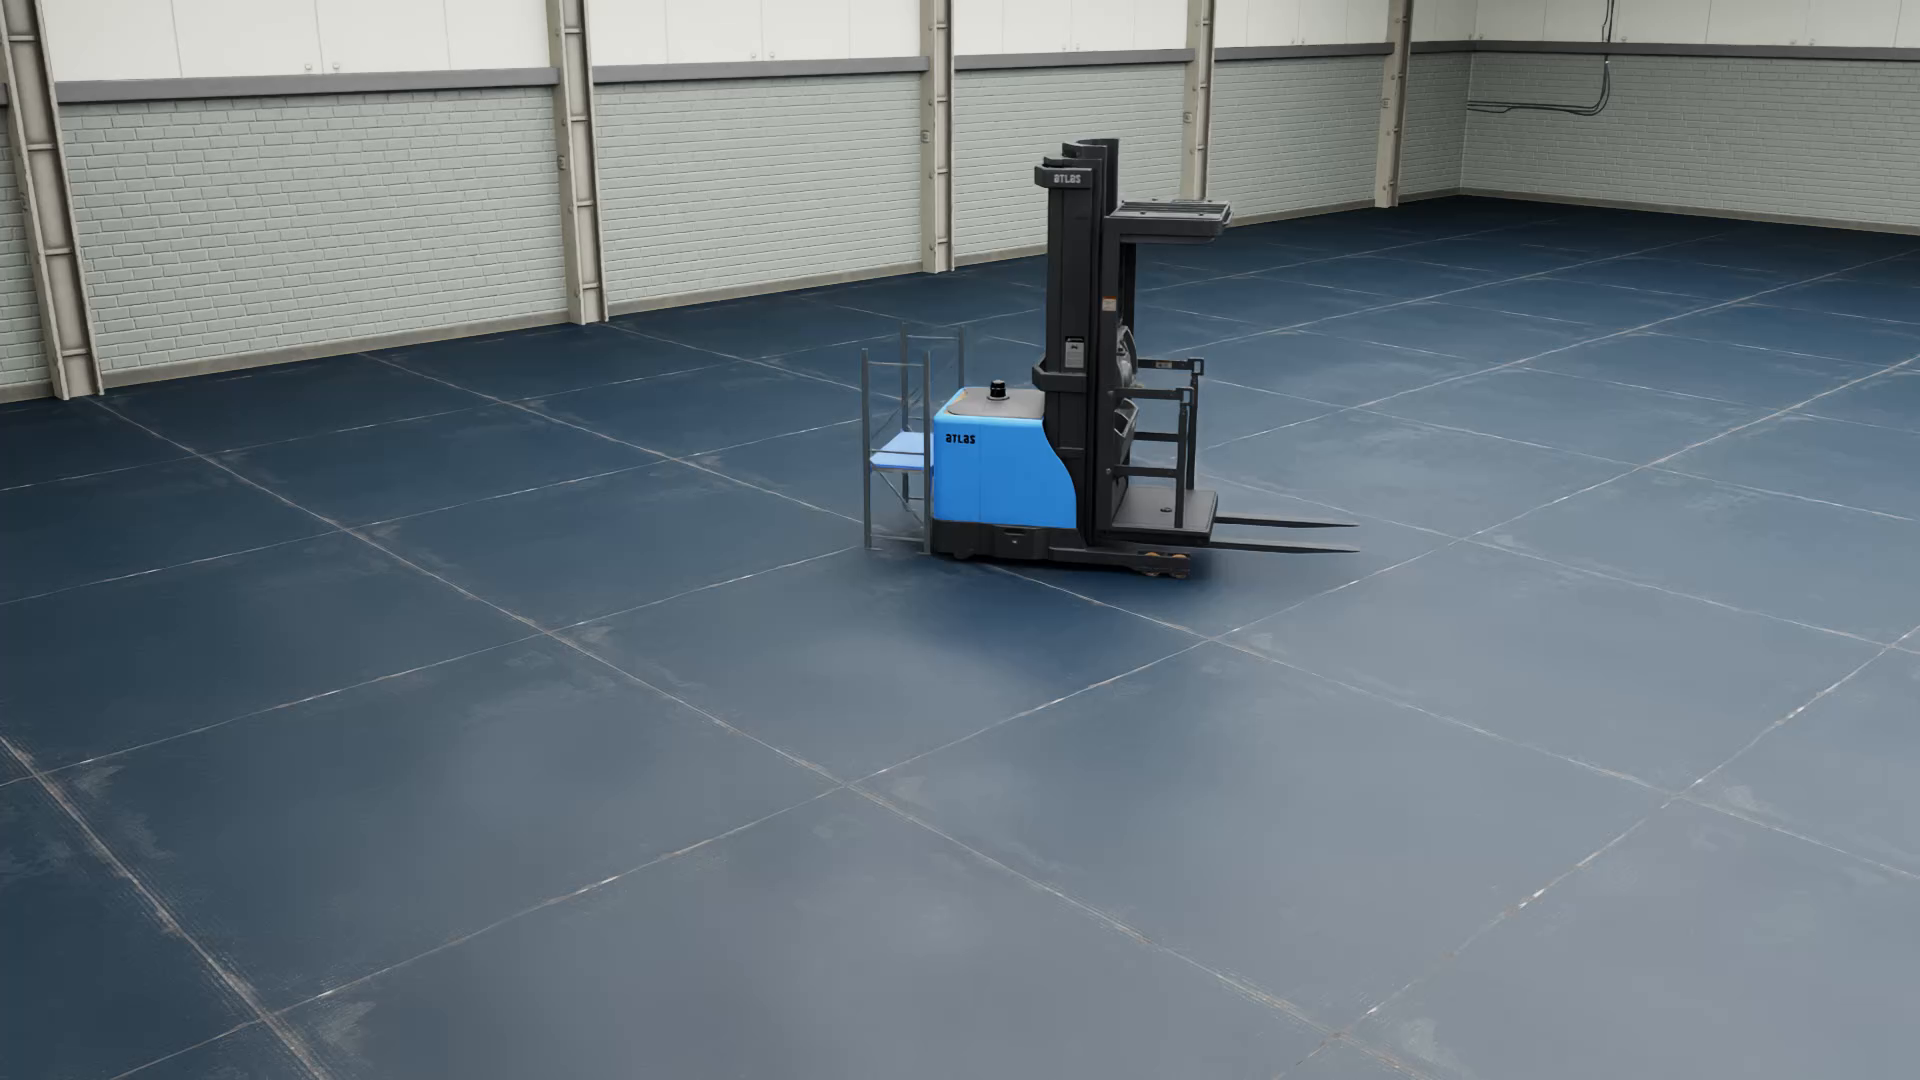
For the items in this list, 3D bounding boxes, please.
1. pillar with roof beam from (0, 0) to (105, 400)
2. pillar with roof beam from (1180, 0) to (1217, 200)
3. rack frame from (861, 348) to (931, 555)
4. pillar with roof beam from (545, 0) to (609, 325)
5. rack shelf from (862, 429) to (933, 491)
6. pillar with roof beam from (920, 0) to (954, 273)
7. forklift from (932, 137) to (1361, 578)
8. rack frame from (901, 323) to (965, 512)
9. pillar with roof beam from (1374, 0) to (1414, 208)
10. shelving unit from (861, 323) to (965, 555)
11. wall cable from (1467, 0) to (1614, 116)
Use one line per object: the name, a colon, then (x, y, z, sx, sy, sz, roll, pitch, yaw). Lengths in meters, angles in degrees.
pillar with roof beam: (-6.092, -4.809, 12.725, 0.400, 9.000, 9.100, -16, 24, -41)
pillar with roof beam: (6.987, -8.623, 24.489, 0.400, 9.000, 9.100, -16, 24, -41)
rack frame: (-0.457, -0.628, 11.989, 0.500, 1.500, 0.032, 4, 18, 13)
pillar with roof beam: (-1.732, -6.080, 16.647, 0.400, 9.000, 9.100, -16, 24, -41)
rack shelf: (-0.332, -0.609, 12.513, 0.538, 0.185, 1.000, 4, 18, 13)
pillar with roof beam: (2.627, -7.351, 20.568, 0.400, 9.000, 9.100, -16, 24, -41)
forklift: (1.366, -1.304, 11.755, 3.031, 2.935, 1.130, 4, 18, 11)
rack frame: (-0.208, -0.932, 12.927, 0.500, 1.500, 0.032, 4, 18, 13)
pillar with roof beam: (11.347, -9.894, 28.411, 0.400, 9.000, 9.100, -16, 24, -41)
shelving unit: (-0.332, -0.780, 12.458, 0.538, 1.500, 1.048, 4, 18, 13)
wall cable: (11.438, -9.710, 32.877, 0.112, 2.526, 3.097, -16, 24, -41)
